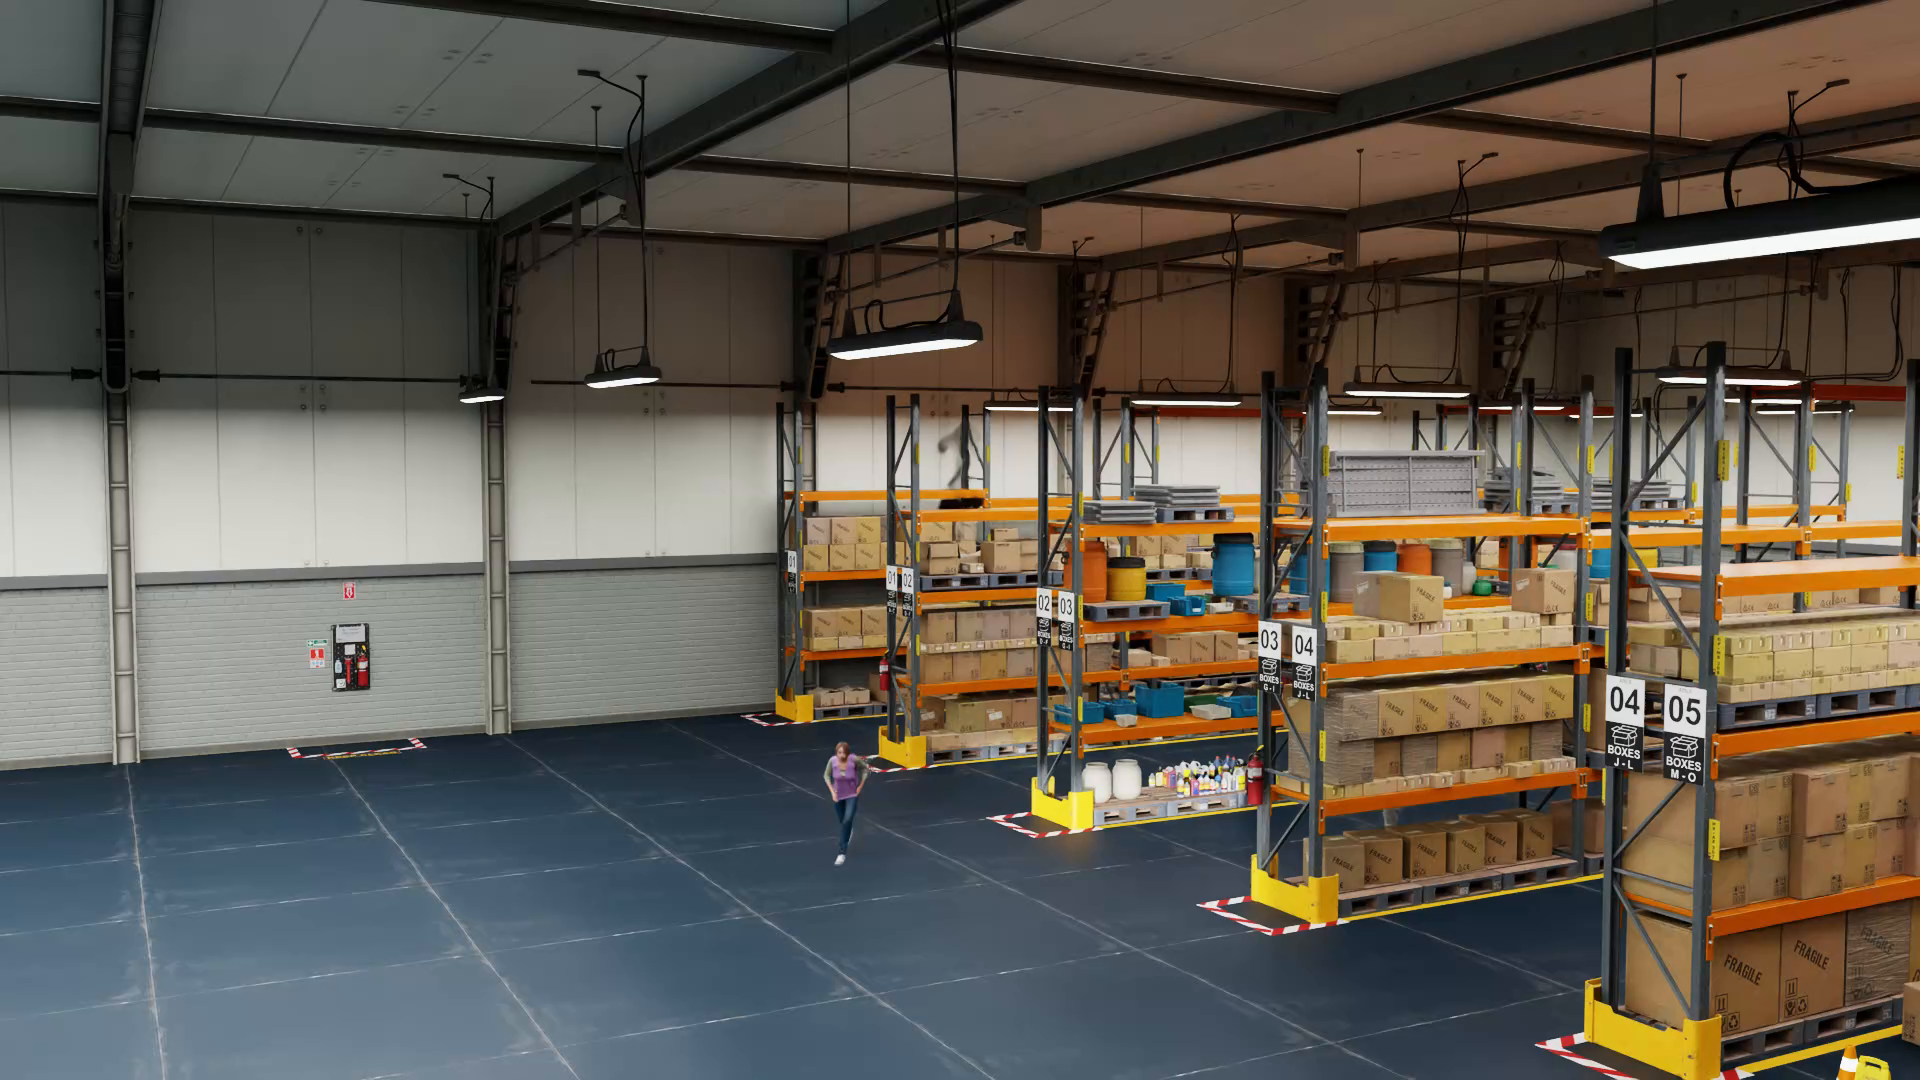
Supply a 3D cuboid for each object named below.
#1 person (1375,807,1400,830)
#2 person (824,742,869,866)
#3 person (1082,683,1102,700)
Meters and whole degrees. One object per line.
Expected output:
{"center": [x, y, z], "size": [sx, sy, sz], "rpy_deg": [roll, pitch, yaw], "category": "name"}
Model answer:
{"center": [5.701, 3.113, 21.941], "size": [0.560, 1.622, 0.595], "rpy_deg": [-2, 4, -38], "category": "person"}
{"center": [-1.421, 3.239, 20.862], "size": [0.559, 1.549, 0.896], "rpy_deg": [0, 3, 0], "category": "person"}
{"center": [2.428, 2.545, 31.906], "size": [0.554, 1.660, 0.616], "rpy_deg": [-2, 4, -33], "category": "person"}
